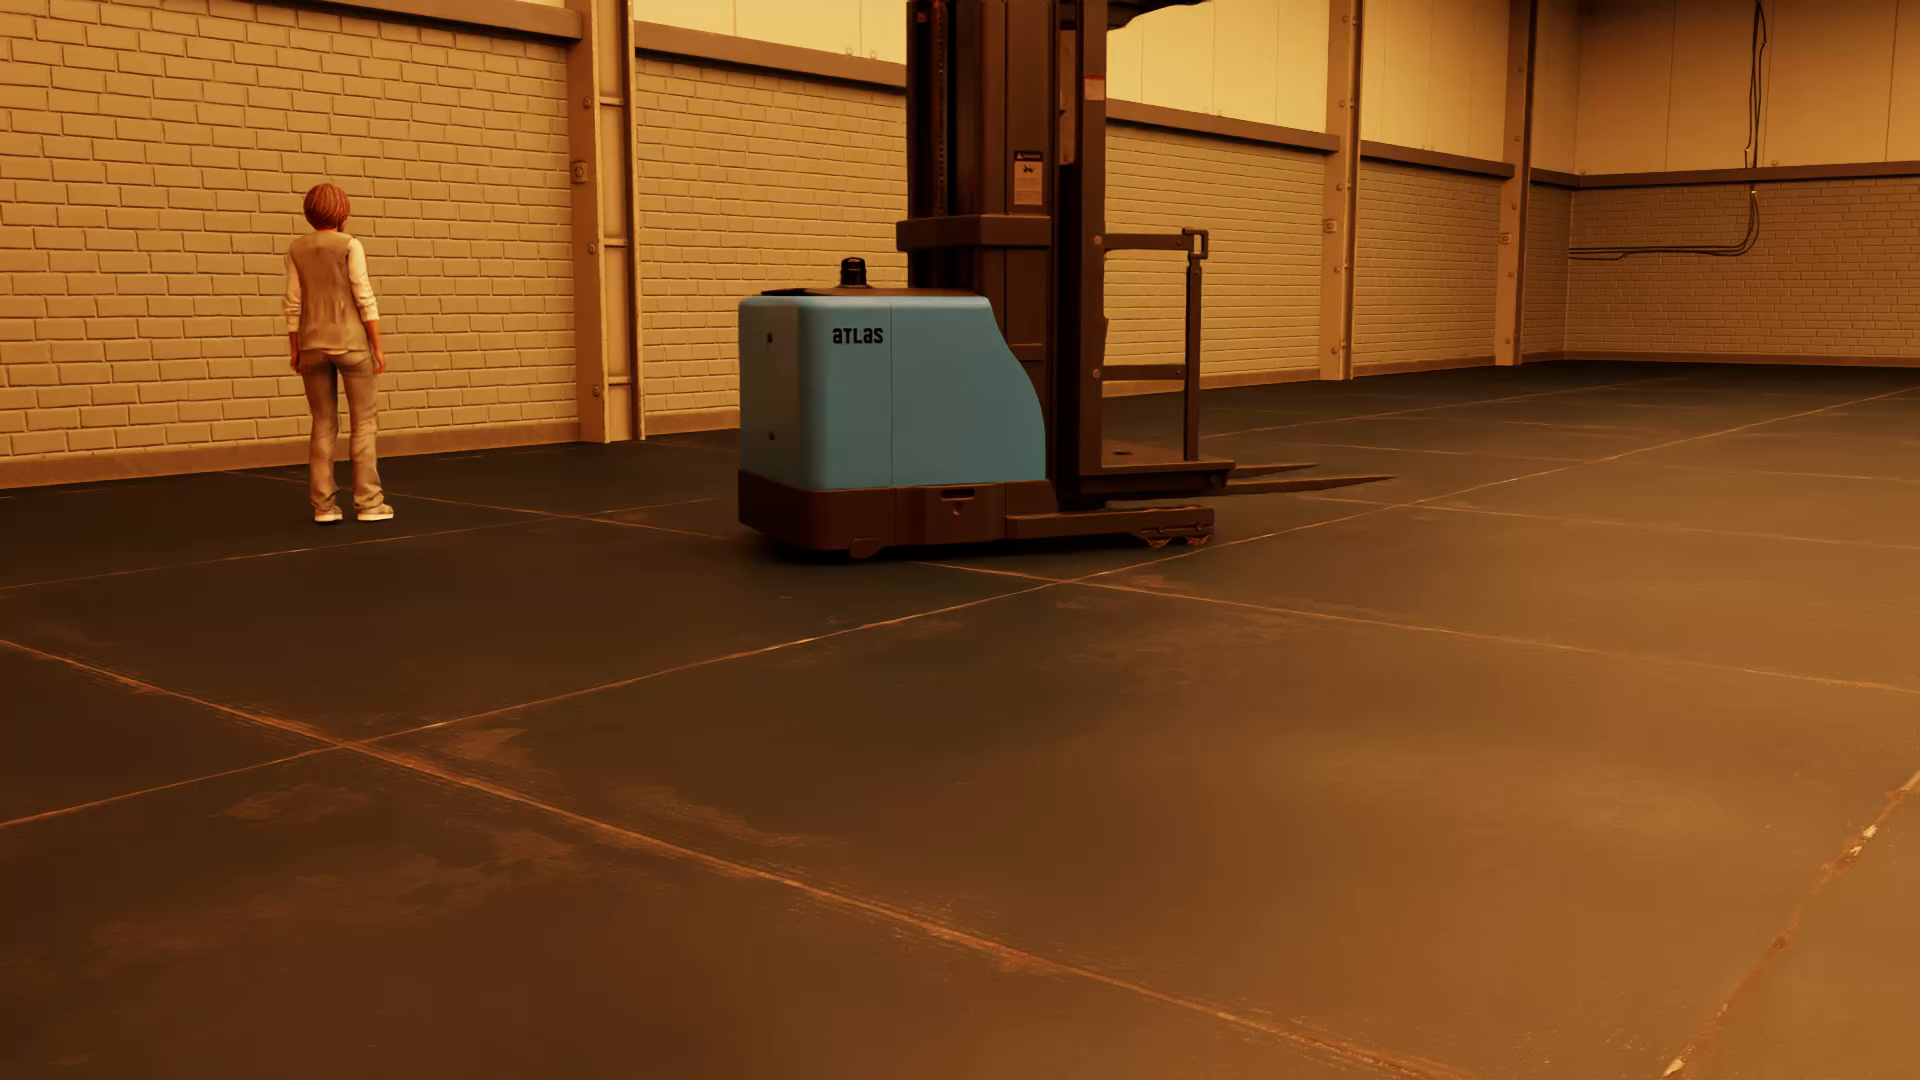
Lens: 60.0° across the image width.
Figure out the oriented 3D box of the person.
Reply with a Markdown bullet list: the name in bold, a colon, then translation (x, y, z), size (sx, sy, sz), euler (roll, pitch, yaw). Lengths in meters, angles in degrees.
- **person**: translation (-2.958, -0.882, 7.907), size (0.405, 1.603, 0.317), euler (0, 8, 2)

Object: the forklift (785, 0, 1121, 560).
- **forklift**: translation (0.140, -1.542, 7.816), size (1.130, 2.935, 3.031), euler (2, 9, 14)
